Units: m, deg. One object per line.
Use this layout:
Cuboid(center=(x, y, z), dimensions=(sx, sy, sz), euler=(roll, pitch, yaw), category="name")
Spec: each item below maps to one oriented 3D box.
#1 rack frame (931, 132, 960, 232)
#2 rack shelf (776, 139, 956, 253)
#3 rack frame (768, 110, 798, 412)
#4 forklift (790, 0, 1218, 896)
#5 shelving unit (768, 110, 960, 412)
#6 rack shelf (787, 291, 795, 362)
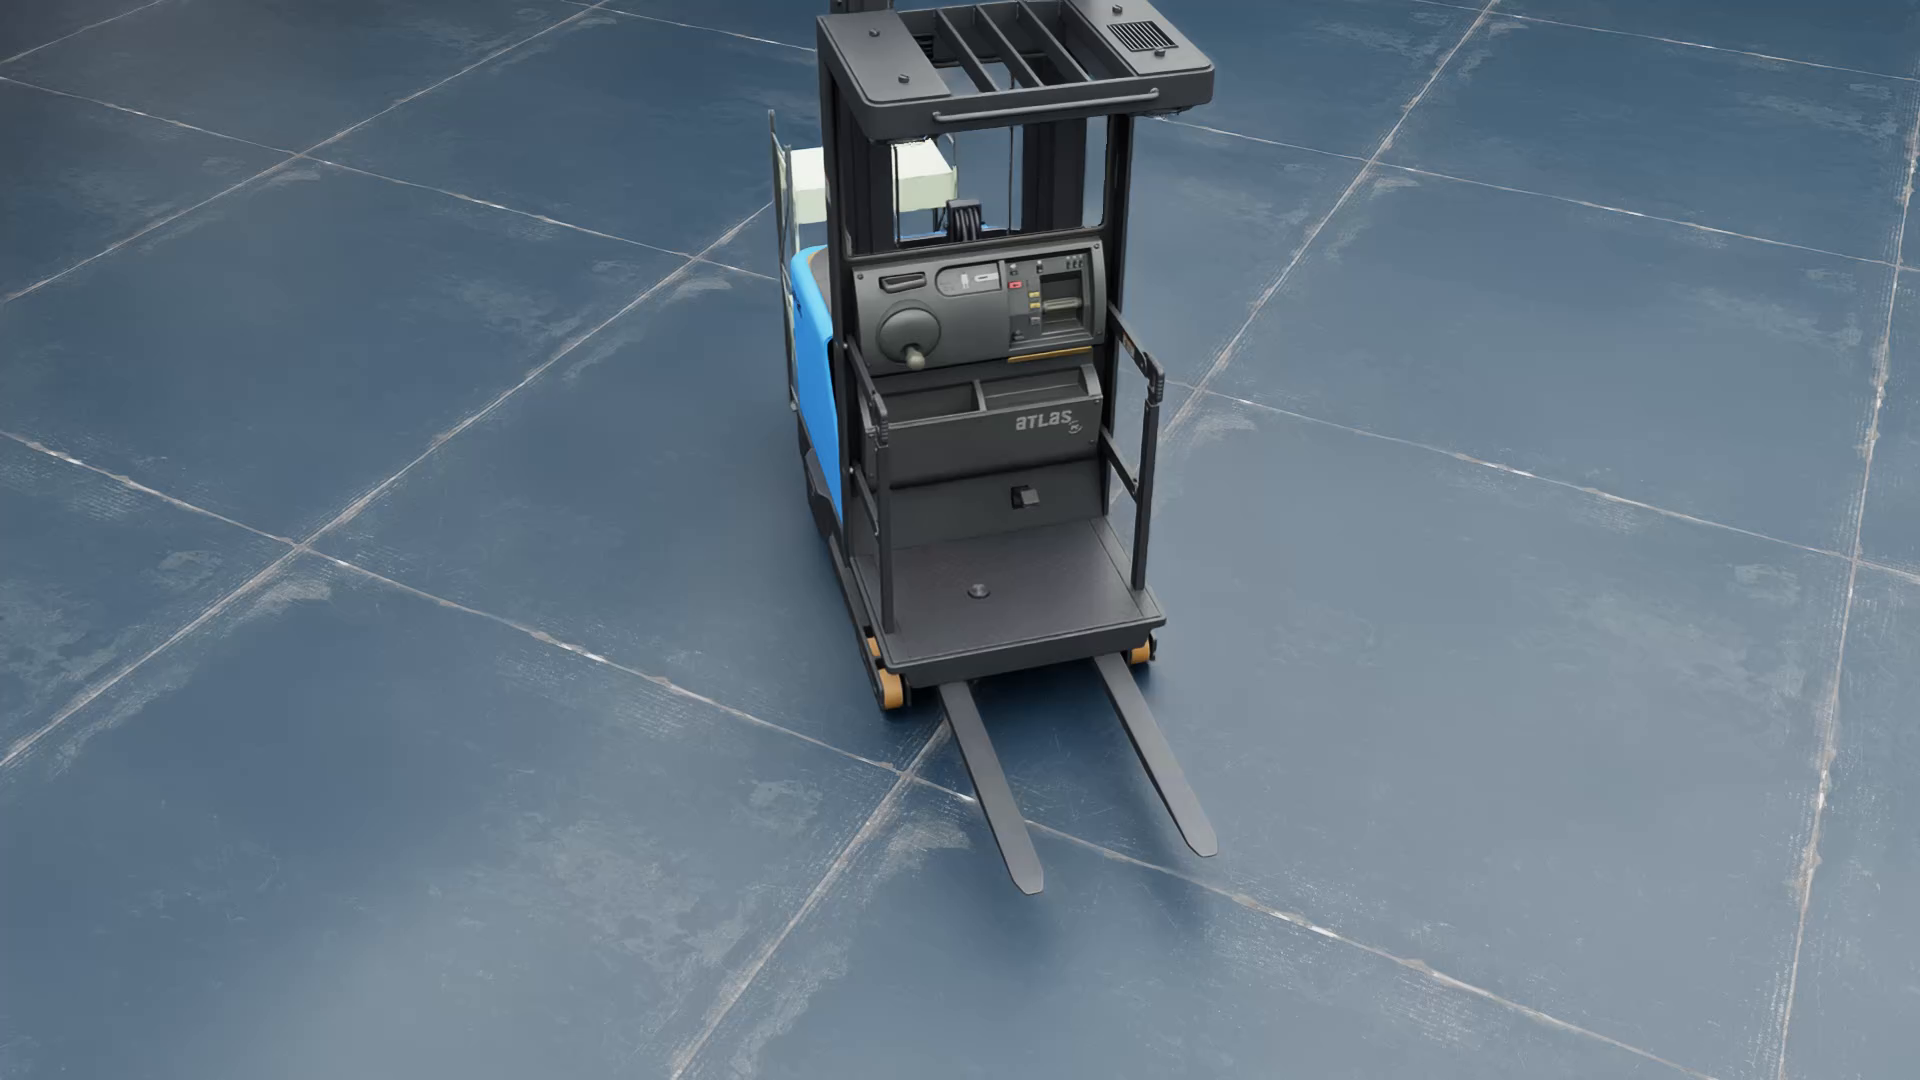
Cuboid(center=(-0.067, -1.277, 7.692), dimensions=(0.023, 1.500, 0.400), euler=(-10, 38, -13), category="rack frame")
Cuboid(center=(-0.419, -1.528, 7.377), dimensions=(0.720, 0.370, 0.431), euler=(-10, 38, -13), category="rack shelf")
Cuboid(center=(-0.771, -1.157, 7.534), dimensions=(0.023, 1.500, 0.400), euler=(-10, 38, -13), category="rack frame")
Cuboid(center=(0.138, -0.779, 5.853), dimensions=(1.130, 2.935, 3.031), euler=(-9, 38, -12), category="forklift")
Cuboid(center=(-0.419, -1.217, 7.613), dimensions=(0.755, 1.500, 0.431), euler=(-10, 38, -13), category="shelving unit")
Cuboid(center=(-0.419, -0.957, 7.810), dimensions=(0.720, 0.370, 0.431), euler=(-10, 38, -13), category="rack shelf")
